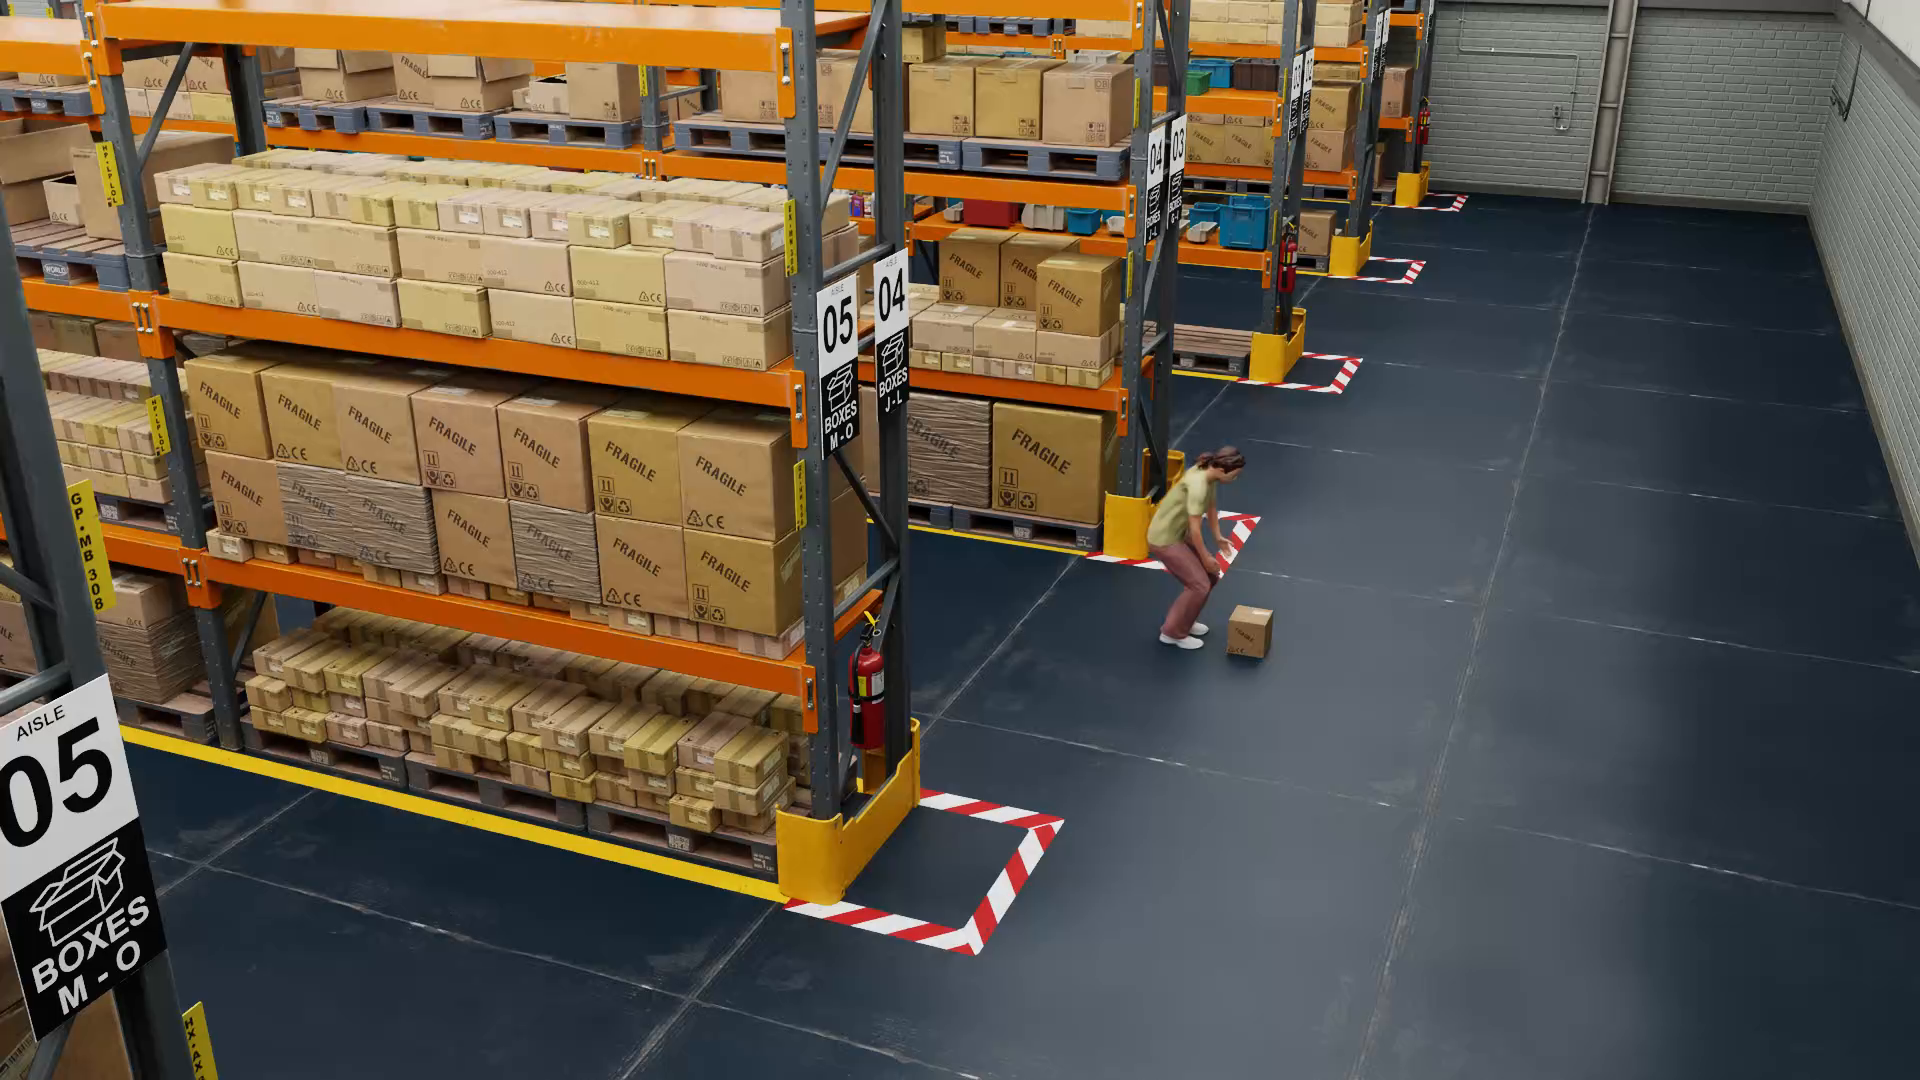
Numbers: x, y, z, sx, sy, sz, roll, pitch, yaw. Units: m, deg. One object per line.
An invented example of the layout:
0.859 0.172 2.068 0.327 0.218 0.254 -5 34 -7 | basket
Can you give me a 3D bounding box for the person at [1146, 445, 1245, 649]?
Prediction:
1.583 0.013 11.229 0.615 1.418 0.508 9 24 20 | person
